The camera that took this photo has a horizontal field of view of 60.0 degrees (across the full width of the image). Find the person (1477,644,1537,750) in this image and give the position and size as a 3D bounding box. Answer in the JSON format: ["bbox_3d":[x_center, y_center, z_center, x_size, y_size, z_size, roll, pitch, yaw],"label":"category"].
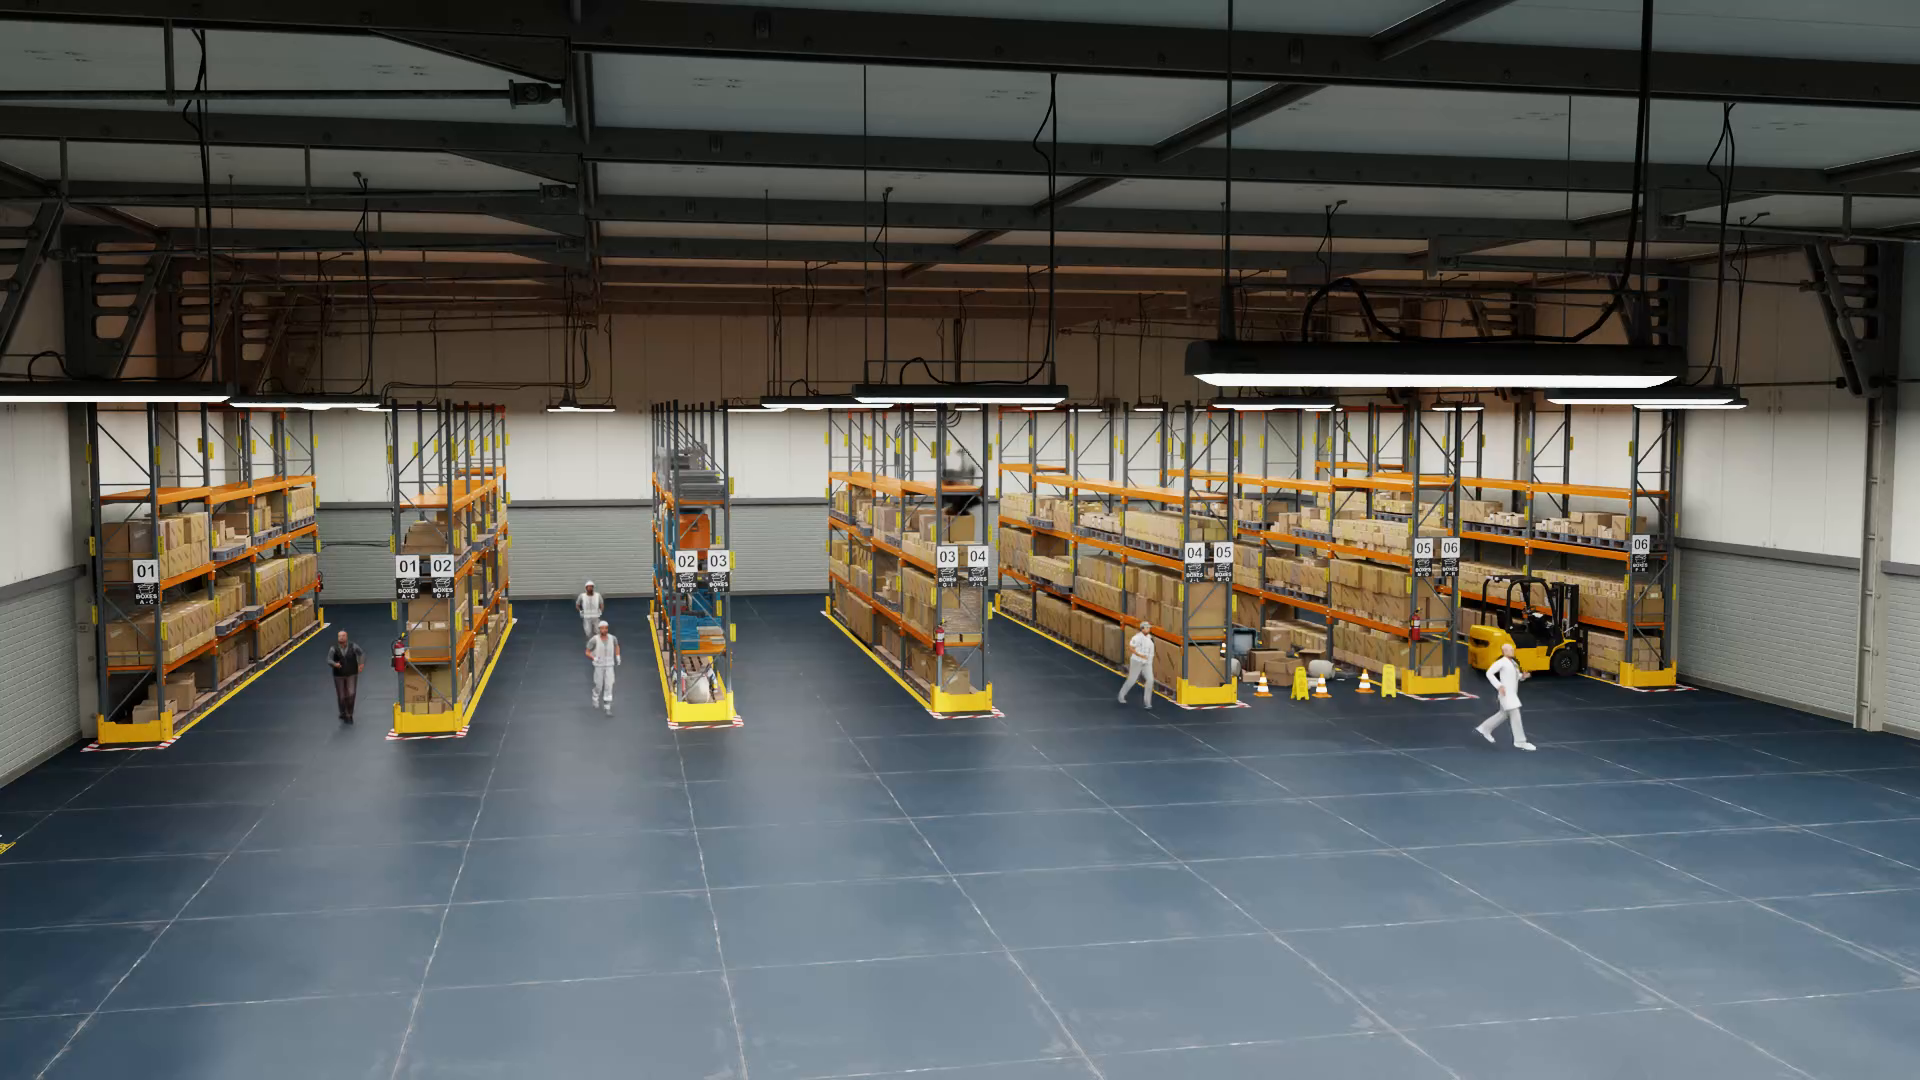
[{"bbox_3d":[9.382,2.658,28.490,1.047,1.771,0.699,3,5,34],"label":"person"}]

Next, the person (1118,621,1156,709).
[{"bbox_3d":[3.579,2.444,32.703,0.694,1.686,0.846,-3,5,-33],"label":"person"}]

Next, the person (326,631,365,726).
[{"bbox_3d":[-11.403,2.565,30.875,0.659,1.747,0.745,-1,4,-16],"label":"person"}]

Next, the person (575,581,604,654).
[{"bbox_3d":[-8.865,1.853,39.862,0.679,1.732,0.623,-2,5,-19],"label":"person"}]

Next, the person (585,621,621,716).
[{"bbox_3d":[-6.832,2.434,31.866,0.686,1.792,0.839,-2,5,-26],"label":"person"}]
